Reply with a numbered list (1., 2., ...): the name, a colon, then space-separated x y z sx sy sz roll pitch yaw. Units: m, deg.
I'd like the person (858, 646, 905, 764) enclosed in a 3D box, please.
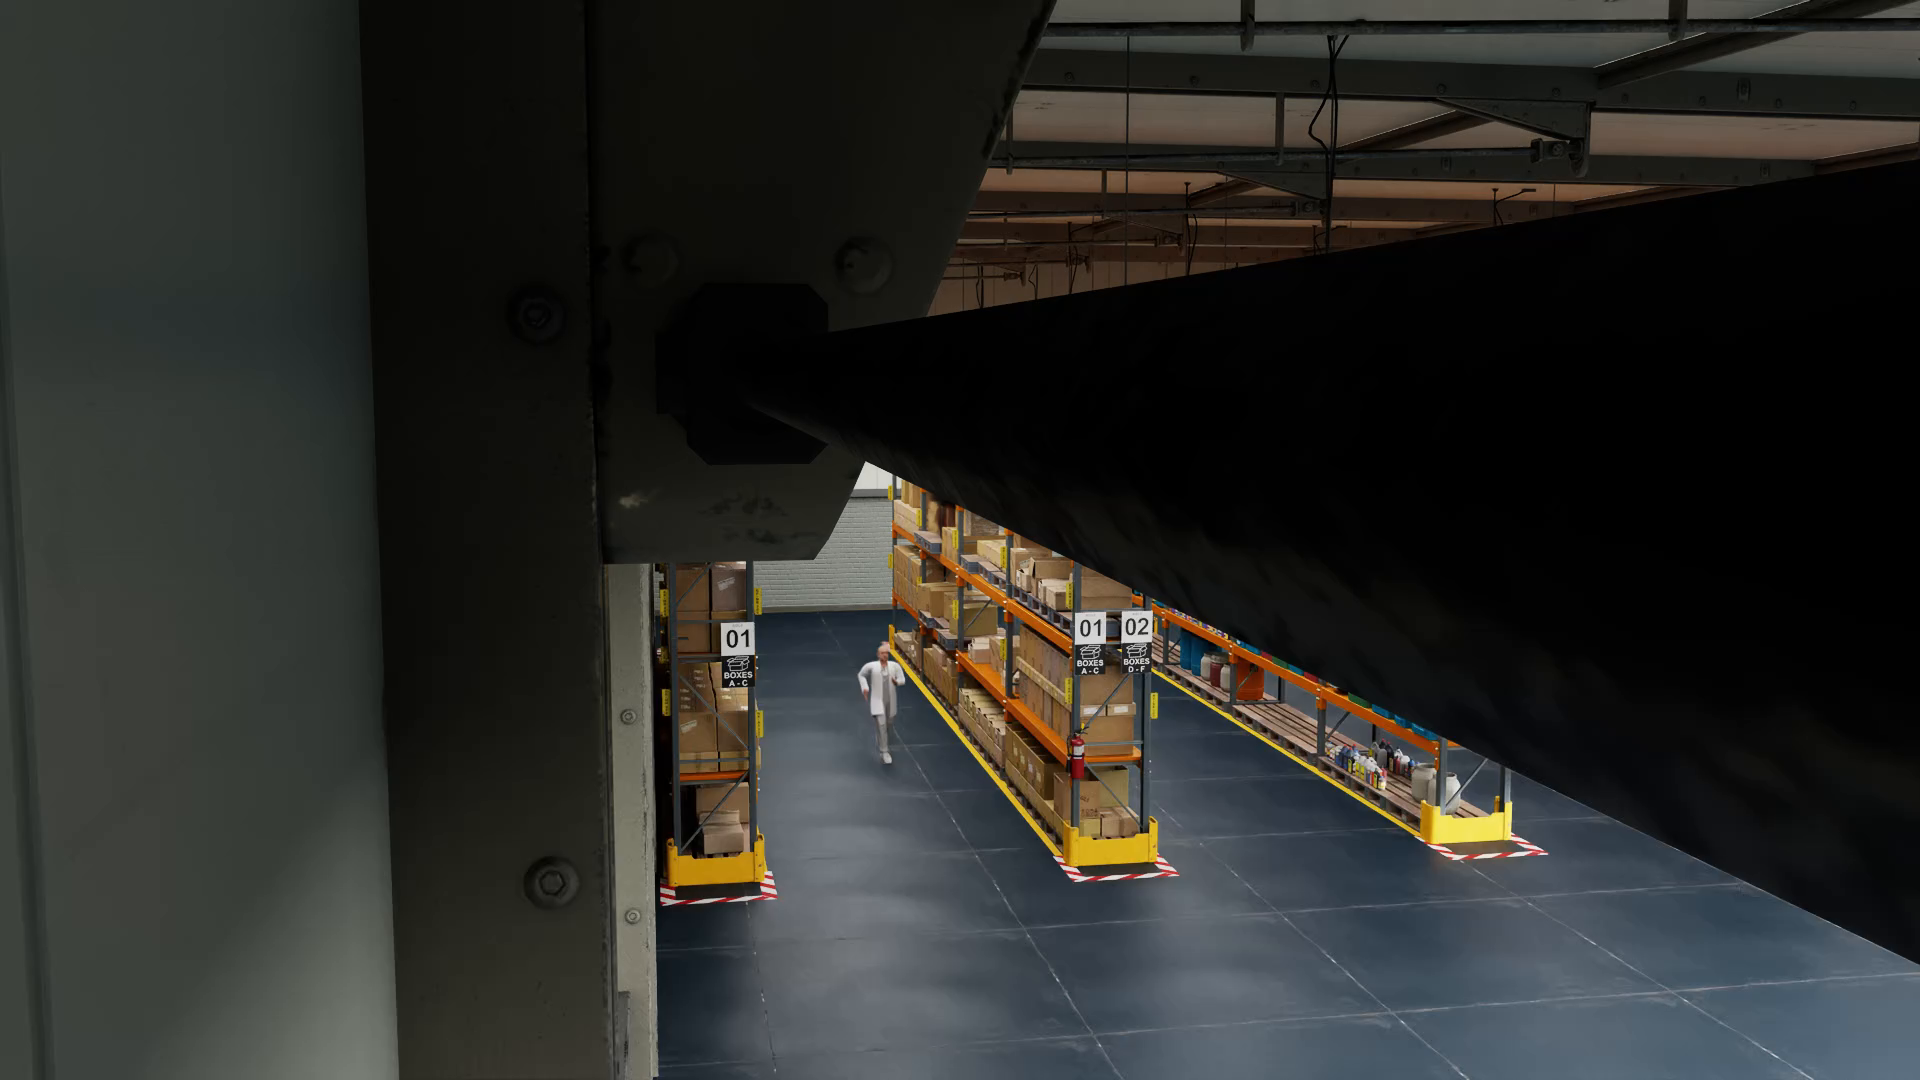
1. person: -1.218 2.609 26.406 0.685 1.693 1.042 -2 7 -21
